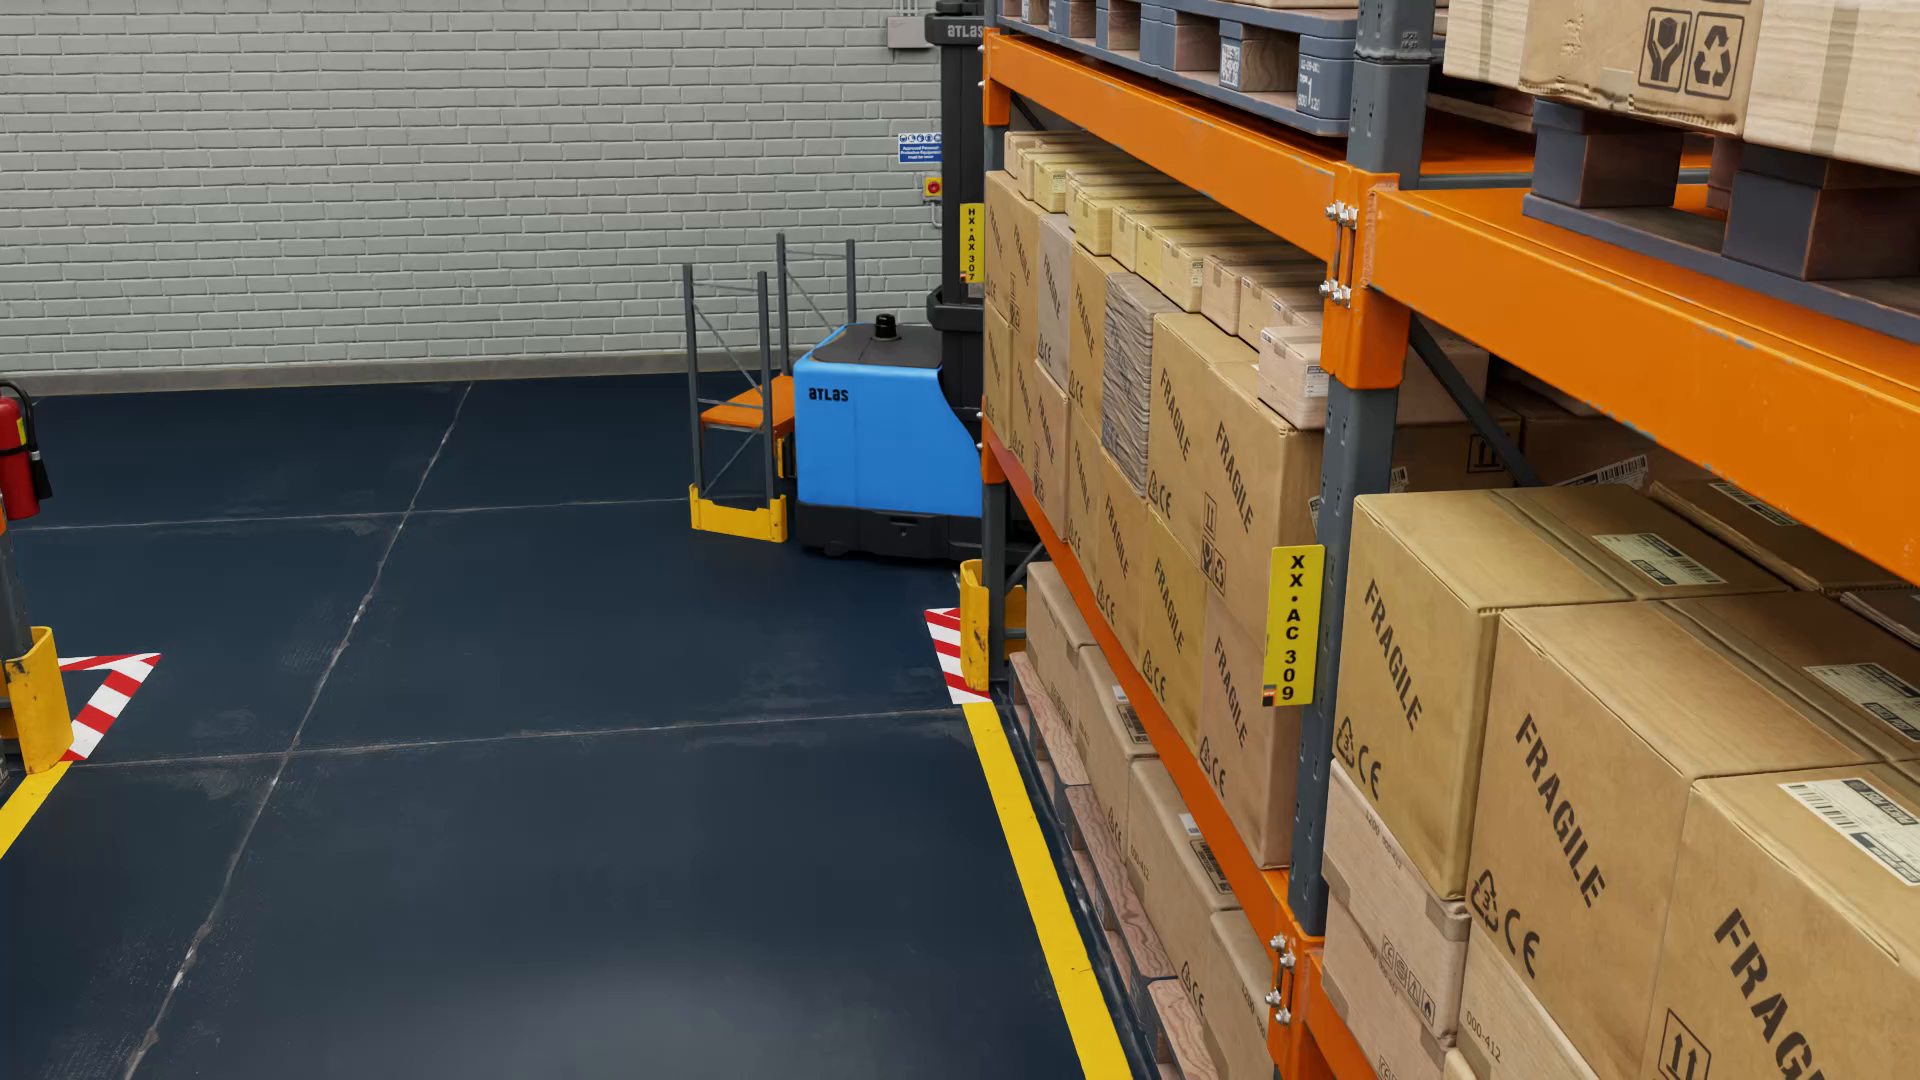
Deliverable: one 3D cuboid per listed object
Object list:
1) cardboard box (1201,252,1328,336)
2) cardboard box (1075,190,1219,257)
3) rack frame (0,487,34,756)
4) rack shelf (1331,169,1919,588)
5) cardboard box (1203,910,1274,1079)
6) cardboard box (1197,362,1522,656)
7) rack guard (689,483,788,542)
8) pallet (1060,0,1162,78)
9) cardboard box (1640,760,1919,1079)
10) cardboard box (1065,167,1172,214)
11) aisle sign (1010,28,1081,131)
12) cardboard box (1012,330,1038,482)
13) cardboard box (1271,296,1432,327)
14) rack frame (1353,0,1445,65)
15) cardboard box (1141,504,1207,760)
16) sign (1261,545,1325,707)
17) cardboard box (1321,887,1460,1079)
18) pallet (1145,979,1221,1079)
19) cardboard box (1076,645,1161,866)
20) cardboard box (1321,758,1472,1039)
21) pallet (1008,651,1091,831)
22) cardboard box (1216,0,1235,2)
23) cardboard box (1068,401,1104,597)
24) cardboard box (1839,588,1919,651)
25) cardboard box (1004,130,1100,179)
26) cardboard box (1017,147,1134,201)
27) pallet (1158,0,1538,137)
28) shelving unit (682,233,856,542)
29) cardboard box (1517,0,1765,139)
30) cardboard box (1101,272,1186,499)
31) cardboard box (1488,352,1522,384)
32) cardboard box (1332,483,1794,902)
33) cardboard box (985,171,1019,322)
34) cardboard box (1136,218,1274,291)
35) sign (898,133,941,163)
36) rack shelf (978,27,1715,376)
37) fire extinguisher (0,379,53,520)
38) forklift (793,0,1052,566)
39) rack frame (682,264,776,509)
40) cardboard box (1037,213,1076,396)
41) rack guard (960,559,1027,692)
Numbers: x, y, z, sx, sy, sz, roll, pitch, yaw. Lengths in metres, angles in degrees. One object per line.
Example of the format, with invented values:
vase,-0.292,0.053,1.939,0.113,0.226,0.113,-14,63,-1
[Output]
cardboard box,0.806,-0.602,4.041,0.380,0.149,0.250,-3,21,-8
cardboard box,0.559,-0.950,4.973,0.380,0.149,0.250,-3,21,-9
rack frame,-4.284,-0.522,6.326,1.000,3.000,0.127,-3,21,-8
rack shelf,1.465,0.203,1.128,1.077,0.370,4.000,-3,21,-8
cardboard box,1.192,1.359,4.352,0.875,0.438,0.875,-3,21,-9
cardboard box,0.835,-0.086,3.588,0.500,0.500,0.500,-3,21,-8
rack guard,-1.237,-0.156,9.275,0.587,0.250,0.087,9,22,22
pallet,0.897,-1.491,4.760,1.003,0.211,1.213,-3,21,-8
cardboard box,1.126,0.578,1.808,0.500,0.500,0.500,-3,21,-9
cardboard box,0.555,-1.127,5.449,0.380,0.149,0.250,-3,21,-7
aisle sign,0.303,-2.035,6.661,0.394,0.787,0.004,-3,21,-8
cardboard box,0.486,-0.499,6.122,0.500,0.500,0.500,-3,21,-9
cardboard box,0.887,-0.428,3.576,0.380,0.149,0.250,-2,21,-6
rack frame,1.177,-2.232,2.331,1.000,3.000,0.127,-3,21,-8
cardboard box,0.777,0.206,4.235,0.500,0.500,0.500,-3,21,-9
sign,0.628,0.164,3.139,0.100,0.325,0.005,-3,21,-8
cardboard box,0.979,0.814,2.963,0.500,0.250,0.500,-3,21,-9
pallet,1.144,1.617,4.584,1.003,0.211,1.213,-3,21,-8
cardboard box,0.934,0.737,6.018,0.875,0.438,0.875,-2,21,-6
cardboard box,0.961,0.581,2.873,0.500,0.250,0.500,-4,21,-9
pallet,0.793,0.773,6.846,1.003,0.211,1.213,-3,21,-8
cardboard box,0.730,-1.249,3.603,0.380,0.149,0.250,-2,21,-6
cardboard box,0.630,-0.149,5.186,0.500,0.500,0.500,-2,21,-6
cardboard box,1.571,0.384,2.329,0.500,0.500,0.500,-3,21,-7
cardboard box,0.377,-1.489,6.416,0.380,0.149,0.250,-2,21,-7
cardboard box,0.409,-1.306,5.926,0.380,0.149,0.250,-2,21,-6
pallet,1.069,-1.069,3.631,1.003,0.211,1.213,-3,21,-8
shelving unit,-1.040,-0.901,9.485,0.587,1.500,1.083,9,22,22
cardboard box,1.017,-0.751,1.909,0.500,0.500,0.500,-3,21,-9
cardboard box,0.688,-0.438,4.530,0.500,0.500,0.500,-3,21,-7
cardboard box,1.335,-0.451,3.638,0.380,0.149,0.250,-3,21,-7
cardboard box,0.956,0.230,2.741,0.500,0.500,0.500,-3,21,-7
cardboard box,0.387,-1.141,6.413,0.500,0.500,0.500,-3,21,-9
cardboard box,0.696,-0.777,4.511,0.380,0.149,0.250,-3,21,-9
sign,-0.292,-2.903,12.316,0.327,0.218,0.001,-3,21,-8
rack shelf,0.888,-1.182,4.836,1.077,0.370,4.000,-3,21,-8
fire extinguisher,-3.863,-0.422,6.701,0.296,0.674,0.183,-3,21,-8
forklift,0.687,-1.337,8.606,3.031,2.935,1.130,5,21,12
rack frame,-1.245,-0.735,9.040,0.500,1.500,0.032,9,22,22
cardboard box,0.551,-0.785,5.459,0.500,0.500,0.500,-3,21,-8
rack guard,0.597,0.356,7.548,1.175,0.500,0.348,-3,21,-8
